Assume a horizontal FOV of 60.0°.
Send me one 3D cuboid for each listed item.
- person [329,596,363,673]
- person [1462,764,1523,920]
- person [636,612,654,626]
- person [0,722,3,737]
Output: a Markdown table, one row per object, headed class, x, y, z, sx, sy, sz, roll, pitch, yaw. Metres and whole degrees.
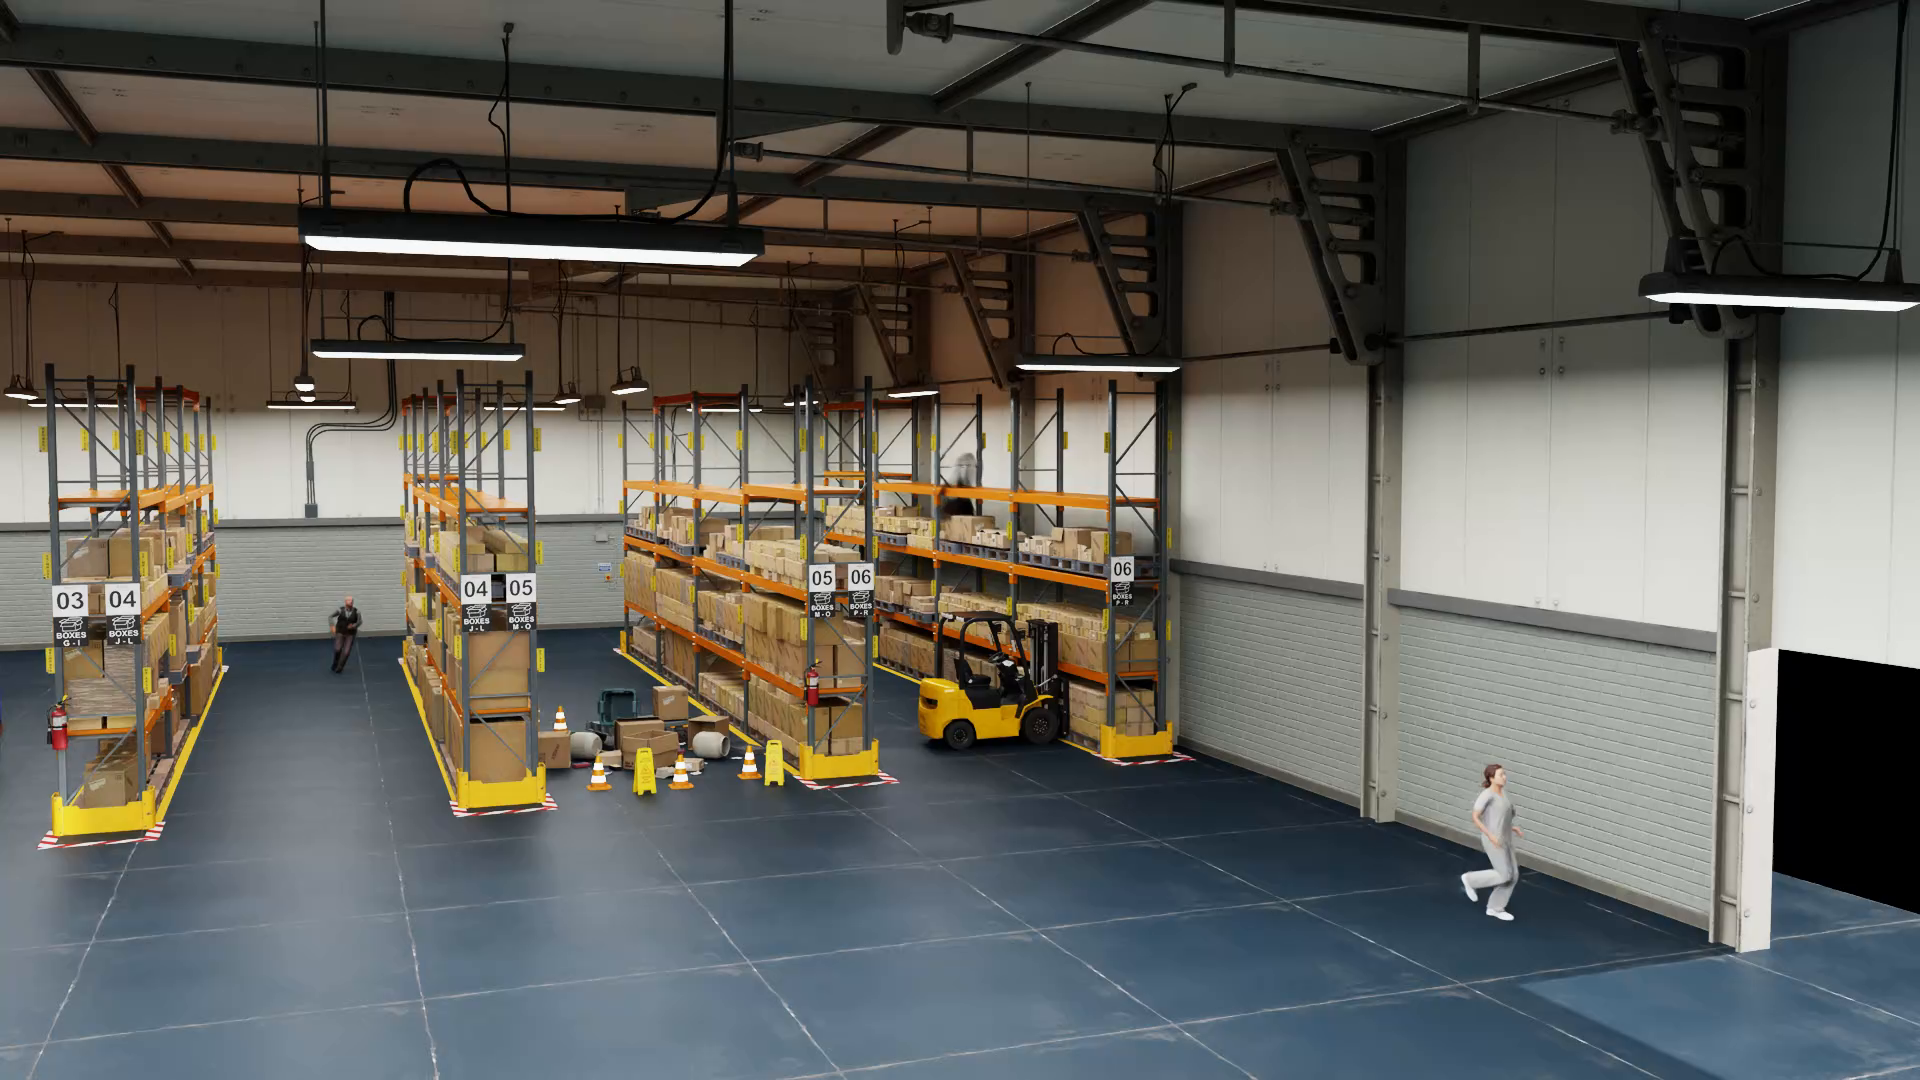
| class | x | y | z | sx | sy | sz | roll | pitch | yaw |
| --- | --- | --- | --- | --- | --- | --- | --- | --- | --- |
| person | -13.361 | 2.060 | 36.208 | 0.678 | 1.660 | 0.513 | -2 | 4 | -27 |
| person | 5.620 | 3.190 | 17.562 | 0.574 | 1.583 | 0.572 | -3 | 5 | -43 |
| person | -7.758 | 1.788 | 41.144 | 0.723 | 1.623 | 0.695 | 1 | 3 | 9 |
| person | -13.025 | 2.869 | 22.083 | 0.579 | 1.657 | 0.923 | -2 | 4 | -32 |
